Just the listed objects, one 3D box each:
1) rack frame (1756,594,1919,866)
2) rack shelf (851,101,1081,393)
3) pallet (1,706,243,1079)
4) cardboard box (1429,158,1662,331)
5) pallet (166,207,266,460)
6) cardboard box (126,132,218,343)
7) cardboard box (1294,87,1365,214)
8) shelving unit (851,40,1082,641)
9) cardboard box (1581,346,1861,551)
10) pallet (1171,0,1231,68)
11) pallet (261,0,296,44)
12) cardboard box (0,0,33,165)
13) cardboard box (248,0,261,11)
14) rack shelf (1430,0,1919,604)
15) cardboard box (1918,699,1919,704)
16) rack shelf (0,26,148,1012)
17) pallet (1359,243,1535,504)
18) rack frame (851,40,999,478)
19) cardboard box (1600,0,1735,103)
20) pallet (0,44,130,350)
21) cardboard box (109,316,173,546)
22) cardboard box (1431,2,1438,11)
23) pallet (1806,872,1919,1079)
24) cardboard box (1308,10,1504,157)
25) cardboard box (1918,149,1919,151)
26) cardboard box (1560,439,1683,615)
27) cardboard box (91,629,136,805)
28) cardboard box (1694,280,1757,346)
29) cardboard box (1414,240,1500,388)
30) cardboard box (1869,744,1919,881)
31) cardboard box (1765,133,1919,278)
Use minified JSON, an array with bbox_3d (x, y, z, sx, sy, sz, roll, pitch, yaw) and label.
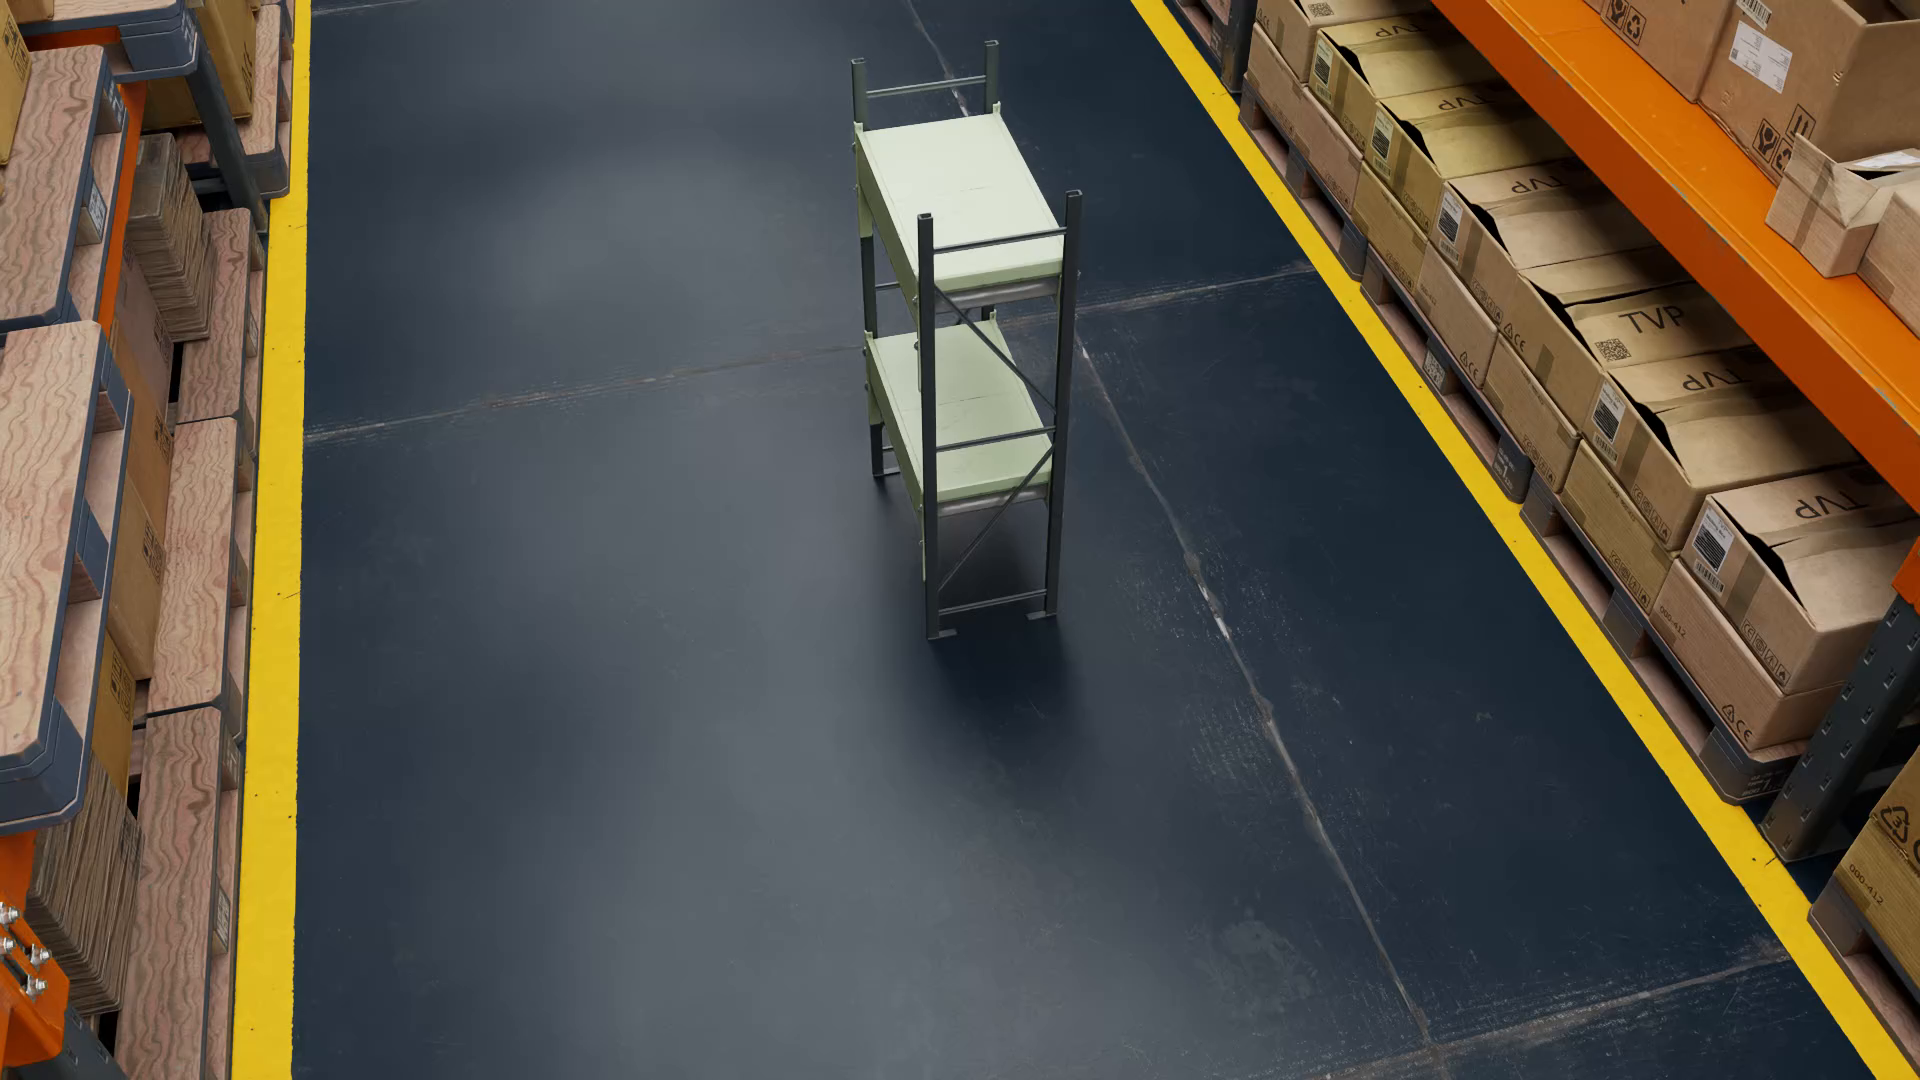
[{"bbox_3d":[2.649,-0.321,3.465,1.000,3.000,0.127,-11,47,-10],"label":"rack frame"},{"bbox_3d":[0.002,-0.793,4.431,0.431,0.370,0.720,-11,47,-10],"label":"rack shelf"},{"bbox_3d":[-2.340,1.026,4.097,1.003,0.211,1.213,-11,47,-10],"label":"pallet"},{"bbox_3d":[1.878,-0.980,5.349,0.500,0.311,0.500,-11,47,-11],"label":"cardboard box"},{"bbox_3d":[-2.964,-0.659,5.748,1.003,0.211,1.213,-11,47,-10],"label":"pallet"},{"bbox_3d":[-2.928,-0.966,5.539,0.700,0.500,0.500,-10,46,-10],"label":"cardboard box"},{"bbox_3d":[1.604,-1.505,6.256,0.500,0.250,0.500,-12,47,-11],"label":"cardboard box"},{"bbox_3d":[0.002,-0.520,4.710,0.431,1.500,0.755,-11,47,-10],"label":"shelving unit"},{"bbox_3d":[2.129,-0.287,4.670,0.500,0.311,0.500,-10,46,-9],"label":"cardboard box"},{"bbox_3d":[1.470,-2.629,7.679,1.003,0.211,1.213,-11,47,-10],"label":"pallet"},{"bbox_3d":[-3.601,-2.597,7.648,1.003,0.211,1.213,-11,47,-10],"label":"pallet"},{"bbox_3d":[-2.693,-1.185,3.933,0.700,0.500,0.500,-11,47,-10],"label":"cardboard box"},{"bbox_3d":[-3.442,-2.707,7.014,0.750,0.750,0.750,-11,47,-11],"label":"cardboard box"},{"bbox_3d":[2.137,-1.450,5.075,1.077,0.370,4.000,-11,47,-10],"label":"rack shelf"},{"bbox_3d":[2.785,0.170,4.614,0.500,0.250,0.500,-12,47,-11],"label":"cardboard box"},{"bbox_3d":[-2.651,-0.542,4.185,1.077,0.370,4.000,-11,47,-10],"label":"rack shelf"},{"bbox_3d":[2.106,-0.691,5.779,1.003,0.211,1.213,-11,47,-10],"label":"pallet"},{"bbox_3d":[-0.092,-0.773,4.957,0.400,1.500,0.023,-11,47,-10],"label":"rack frame"},{"bbox_3d":[2.205,-1.599,4.647,0.500,0.500,0.500,-11,47,-10],"label":"cardboard box"},{"bbox_3d":[-2.617,-0.748,4.017,1.003,0.211,1.213,-11,47,-10],"label":"pallet"},{"bbox_3d":[-2.754,-0.251,4.838,0.700,0.500,0.500,-11,47,-11],"label":"cardboard box"},{"bbox_3d":[1.997,-2.147,6.493,0.500,0.311,0.500,-10,46,-9],"label":"cardboard box"},{"bbox_3d":[2.812,1.211,3.915,1.003,0.211,1.213,-11,47,-10],"label":"pallet"},{"bbox_3d":[1.617,-1.687,6.042,0.500,0.311,0.500,-12,47,-11],"label":"cardboard box"},{"bbox_3d":[2.619,-0.883,4.191,0.380,0.149,0.250,-11,47,-10],"label":"cardboard box"},{"bbox_3d":[2.135,-0.089,4.868,0.500,0.250,0.500,-11,47,-11],"label":"cardboard box"},{"bbox_3d":[-2.524,0.455,4.146,0.700,0.500,0.500,-12,47,-11],"label":"cardboard box"},{"bbox_3d":[2.527,-0.737,5.110,0.500,0.311,0.500,-12,47,-12],"label":"cardboard box"},{"bbox_3d":[1.874,-0.793,5.559,0.500,0.250,0.500,-10,46,-10],"label":"cardboard box"},{"bbox_3d":[2.465,0.609,3.659,0.500,0.500,0.500,-11,47,-10],"label":"cardboard box"},{"bbox_3d":[2.246,-0.848,4.075,0.396,0.266,0.258,-12,47,-11],"label":"cardboard box"}]
